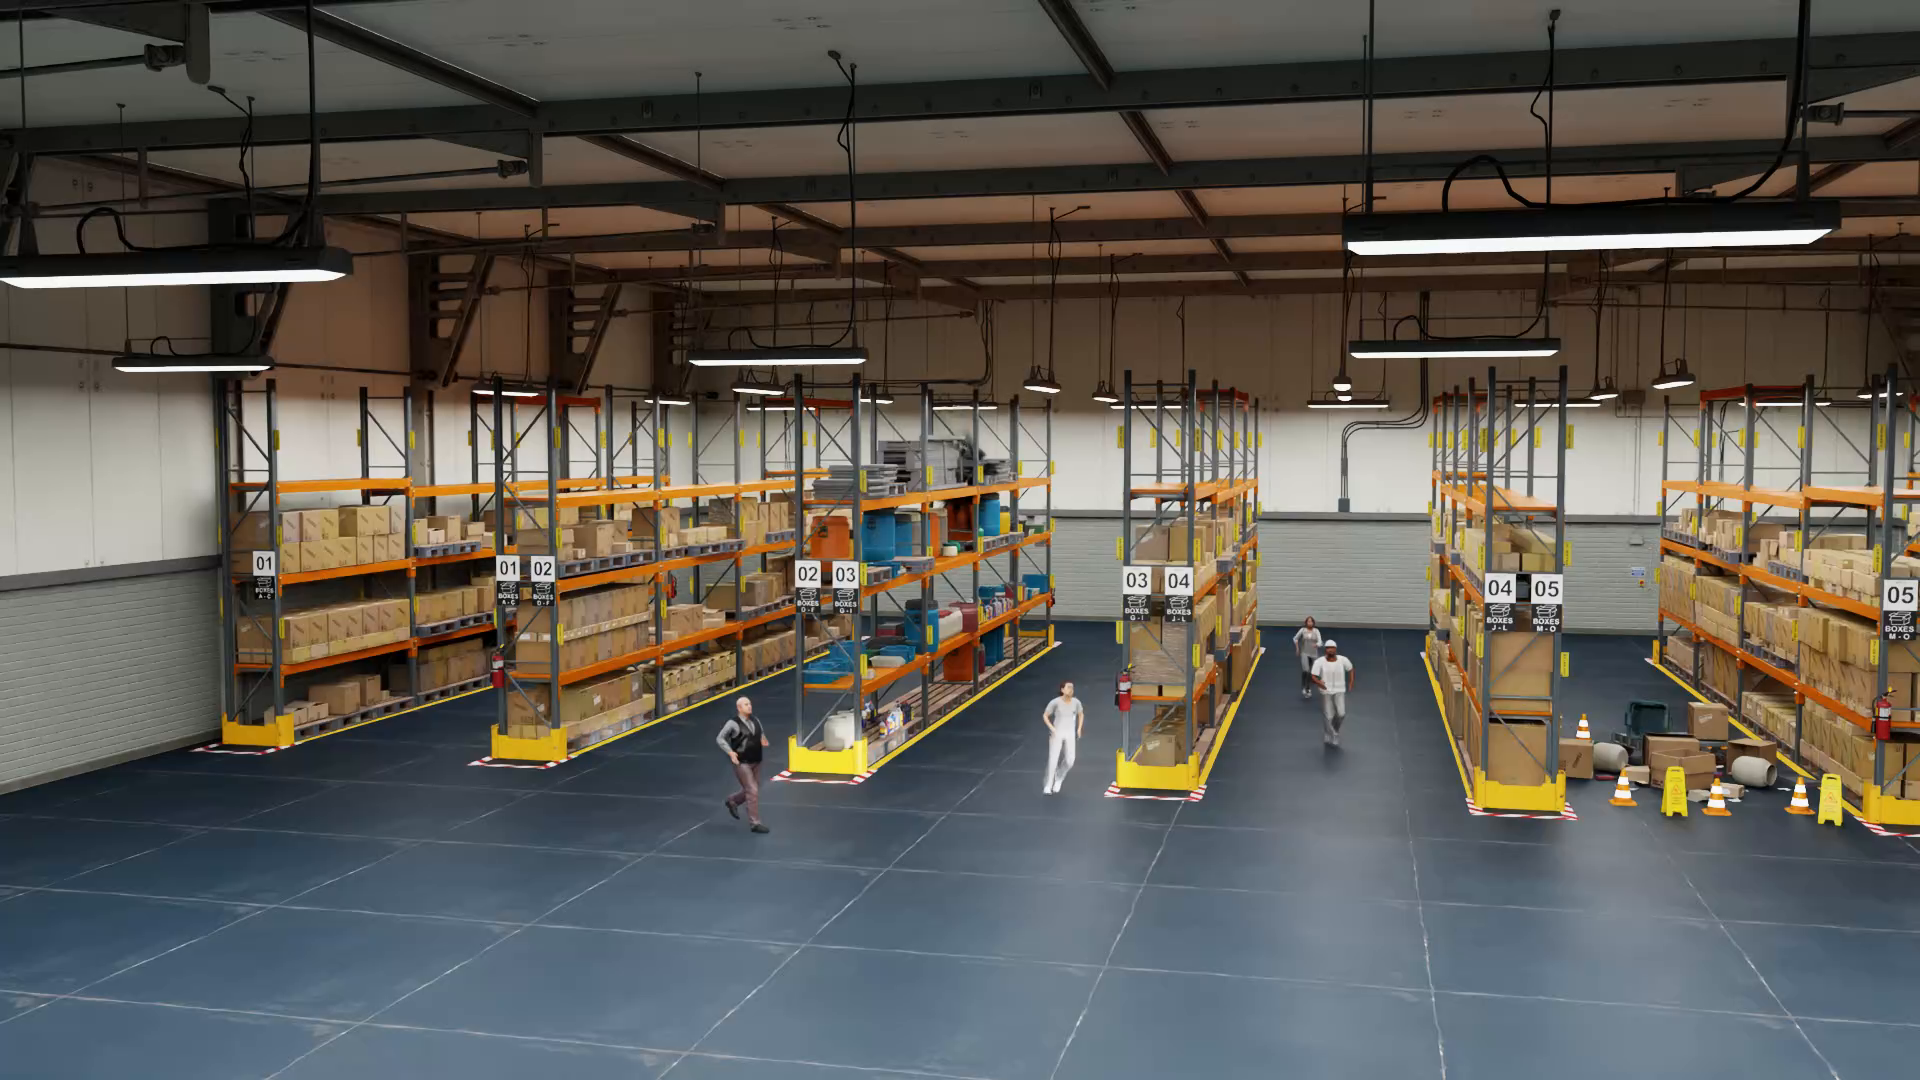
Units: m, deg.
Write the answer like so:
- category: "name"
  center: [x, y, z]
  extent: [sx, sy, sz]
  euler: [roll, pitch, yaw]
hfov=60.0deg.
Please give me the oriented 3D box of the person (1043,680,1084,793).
- category: "person"
  center: [1.481, 2.779, 23.498]
  extent: [0.625, 1.618, 0.578]
  euler: [-1, 3, -9]

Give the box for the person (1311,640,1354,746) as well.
- category: "person"
  center: [6.104, 2.503, 27.213]
  extent: [0.712, 1.737, 0.653]
  euler: [1, 3, 8]

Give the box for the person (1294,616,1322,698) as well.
- category: "person"
  center: [6.752, 2.266, 32.219]
  extent: [0.506, 1.586, 0.656]
  euler: [0, 3, 2]

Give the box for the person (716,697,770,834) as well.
- category: "person"
  center: [-2.753, 2.865, 21.311]
  extent: [0.915, 1.699, 0.667]
  euler: [3, 4, 39]
